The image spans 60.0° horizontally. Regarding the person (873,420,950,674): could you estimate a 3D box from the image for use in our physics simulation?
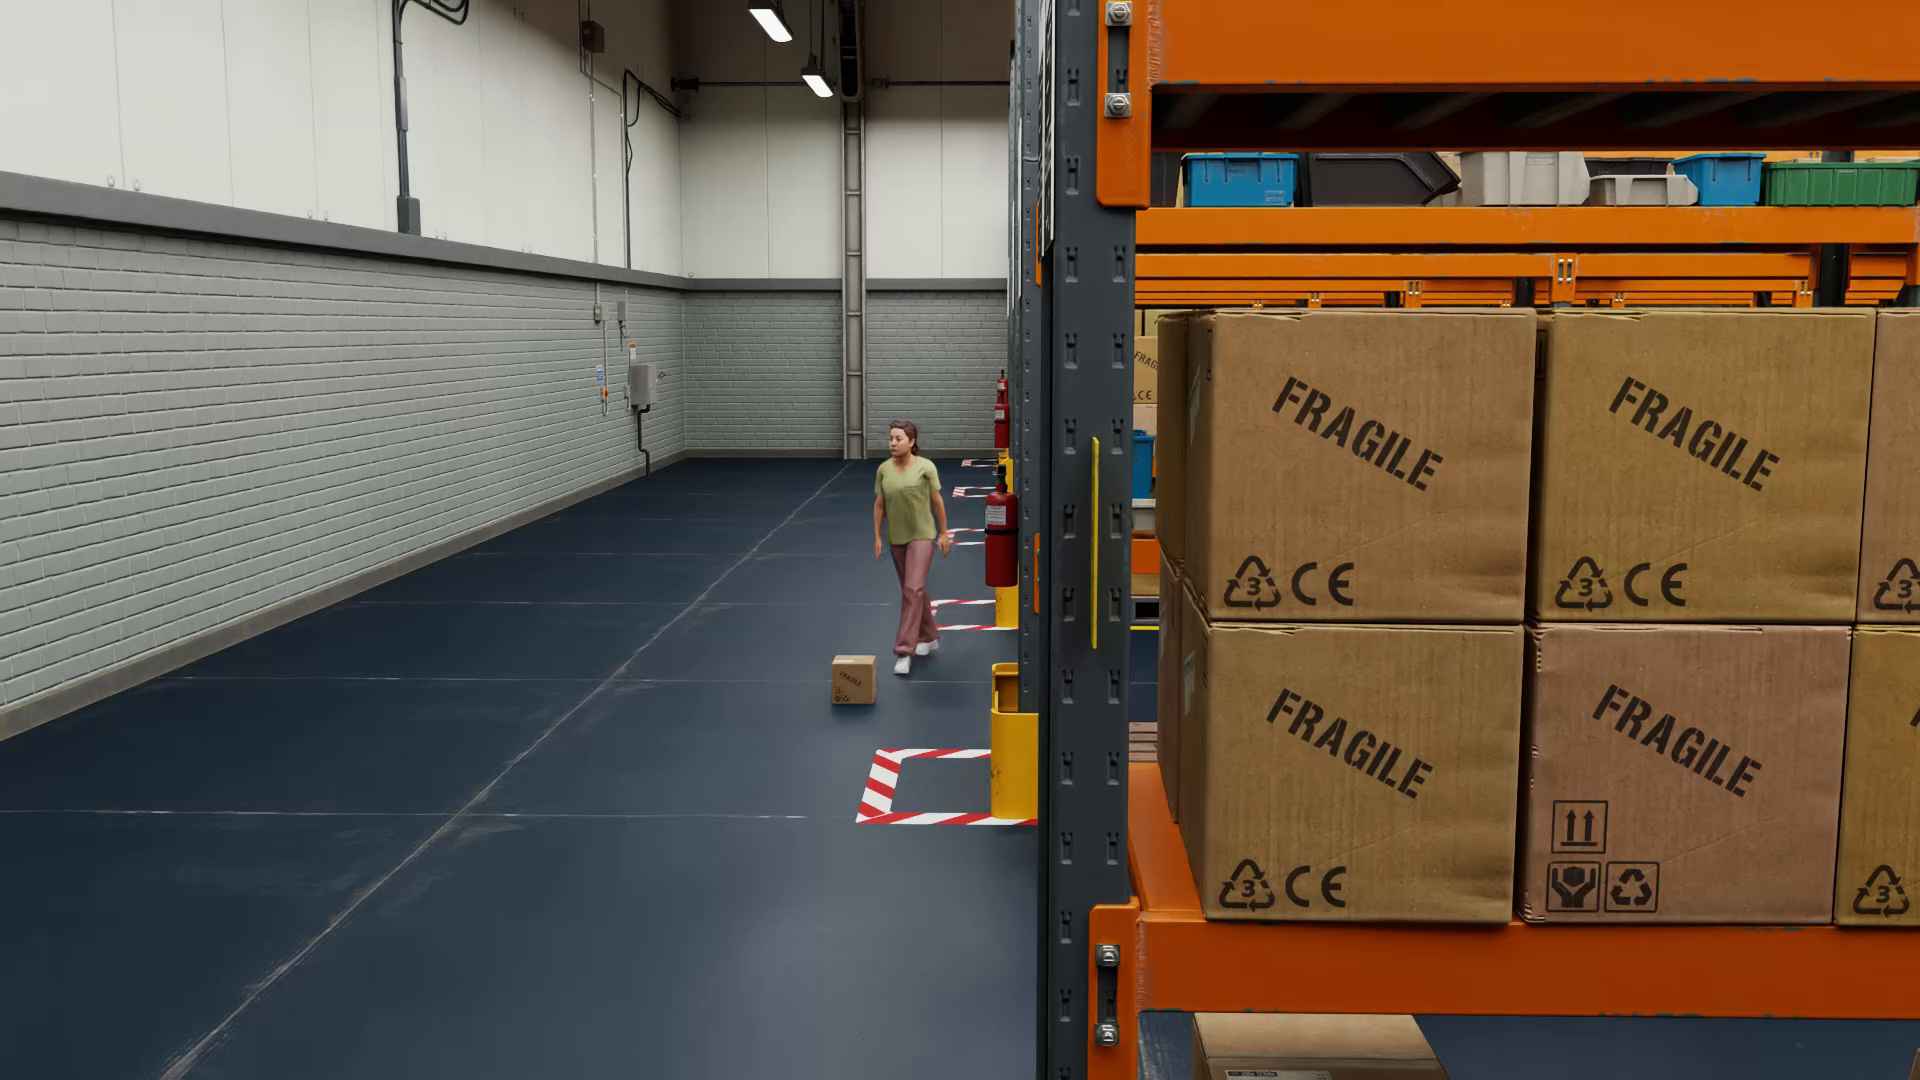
[{"bbox_3d":[-0.370,0.013,11.169,0.469,1.642,0.832,4,8,26],"label":"person"}]
